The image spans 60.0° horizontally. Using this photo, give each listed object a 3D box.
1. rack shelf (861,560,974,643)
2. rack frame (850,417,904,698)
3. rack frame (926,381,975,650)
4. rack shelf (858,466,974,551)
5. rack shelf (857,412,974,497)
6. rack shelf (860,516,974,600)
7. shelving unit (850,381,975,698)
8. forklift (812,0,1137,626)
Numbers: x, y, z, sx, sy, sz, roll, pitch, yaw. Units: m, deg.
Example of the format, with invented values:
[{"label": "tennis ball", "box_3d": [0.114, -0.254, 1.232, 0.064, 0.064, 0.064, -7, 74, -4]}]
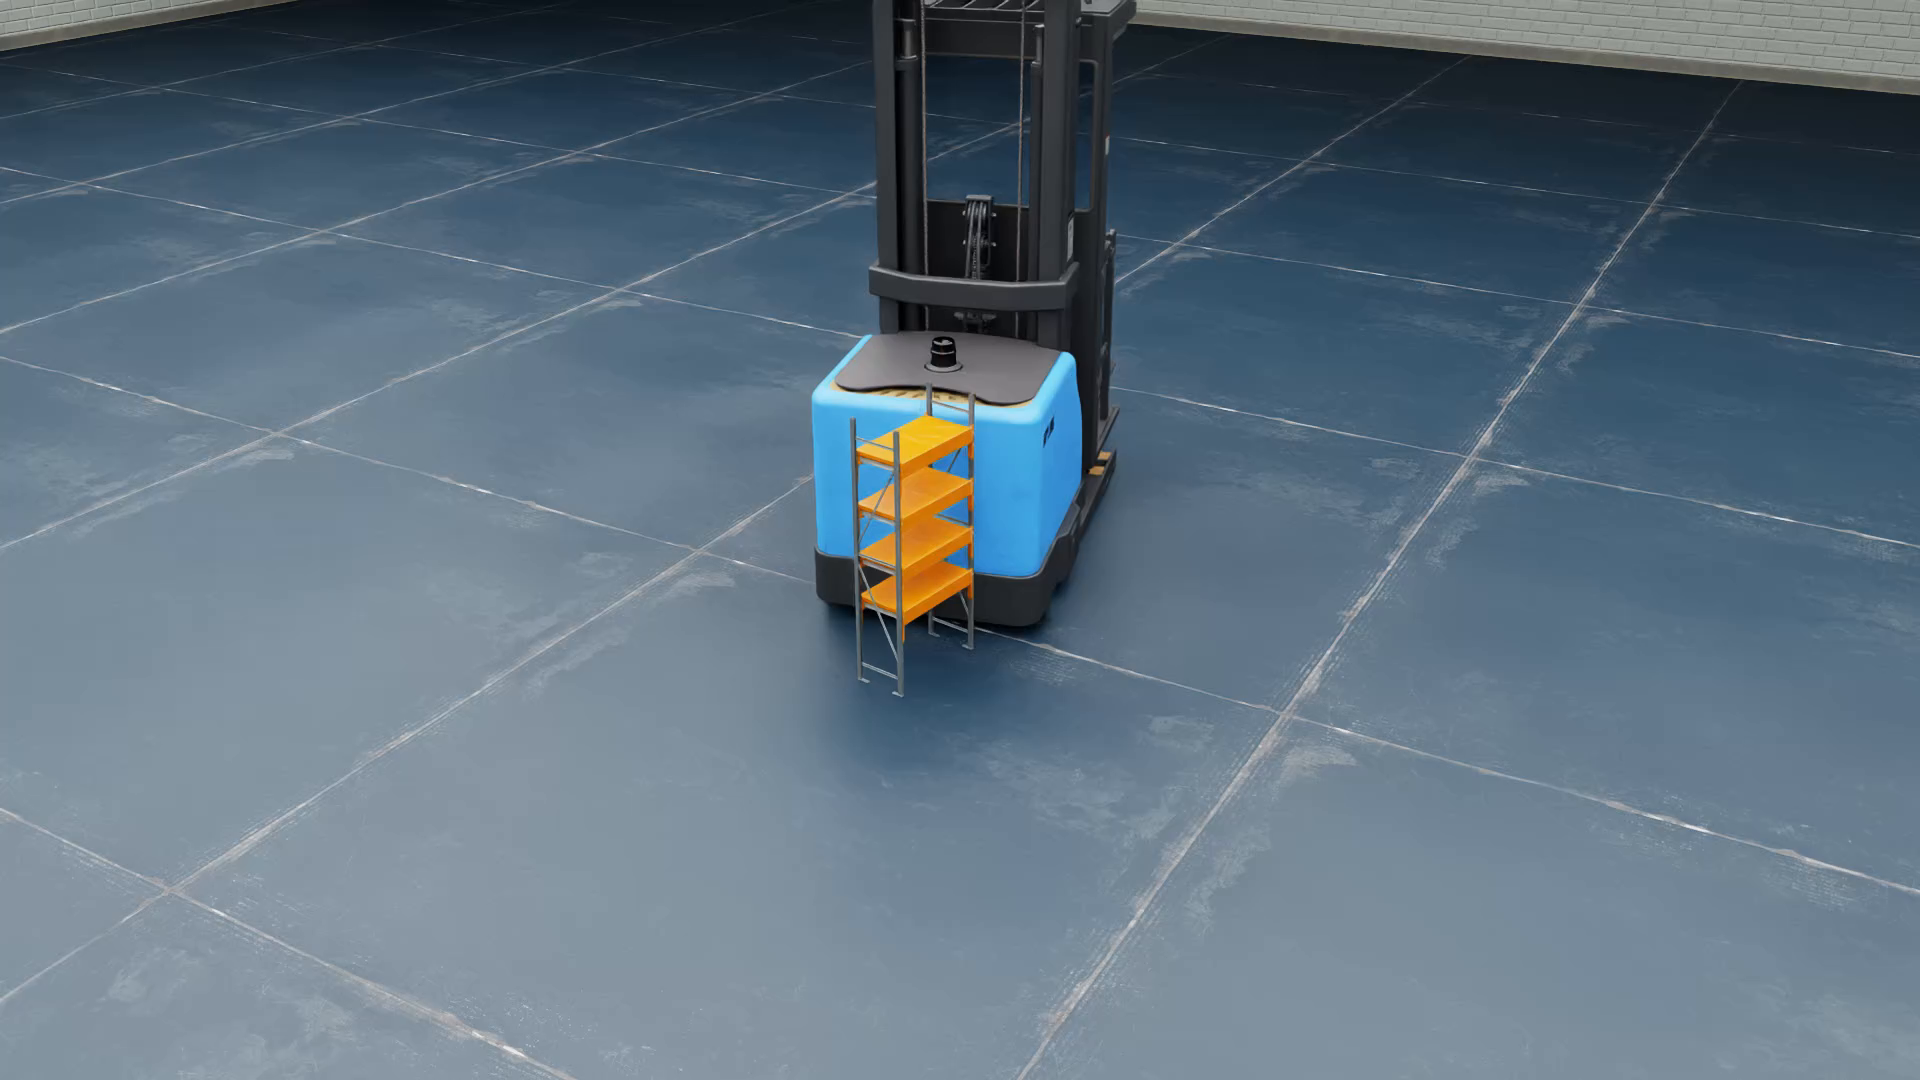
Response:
[{"label": "rack shelf", "box_3d": [-0.187, 0.237, 7.029, 0.258, 0.148, 0.480, 19, 32, 33]}, {"label": "rack frame", "box_3d": [-0.334, 0.087, 6.736, 0.240, 1.200, 0.015, 19, 32, 33]}, {"label": "rack frame", "box_3d": [-0.040, -0.088, 7.085, 0.240, 1.200, 0.015, 19, 32, 33]}, {"label": "rack shelf", "box_3d": [-0.187, -0.140, 6.840, 0.258, 0.148, 0.480, 19, 32, 33]}, {"label": "rack shelf", "box_3d": [-0.187, -0.352, 6.734, 0.258, 0.148, 0.480, 19, 32, 33]}, {"label": "rack shelf", "box_3d": [-0.187, 0.060, 6.940, 0.258, 0.148, 0.480, 19, 32, 33]}, {"label": "shelving unit", "box_3d": [-0.187, 0.000, 6.910, 0.258, 1.200, 0.503, 19, 32, 33]}, {"label": "forklift", "box_3d": [0.211, -1.569, 8.110, 1.130, 2.935, 3.031, 7, 27, 13]}]
